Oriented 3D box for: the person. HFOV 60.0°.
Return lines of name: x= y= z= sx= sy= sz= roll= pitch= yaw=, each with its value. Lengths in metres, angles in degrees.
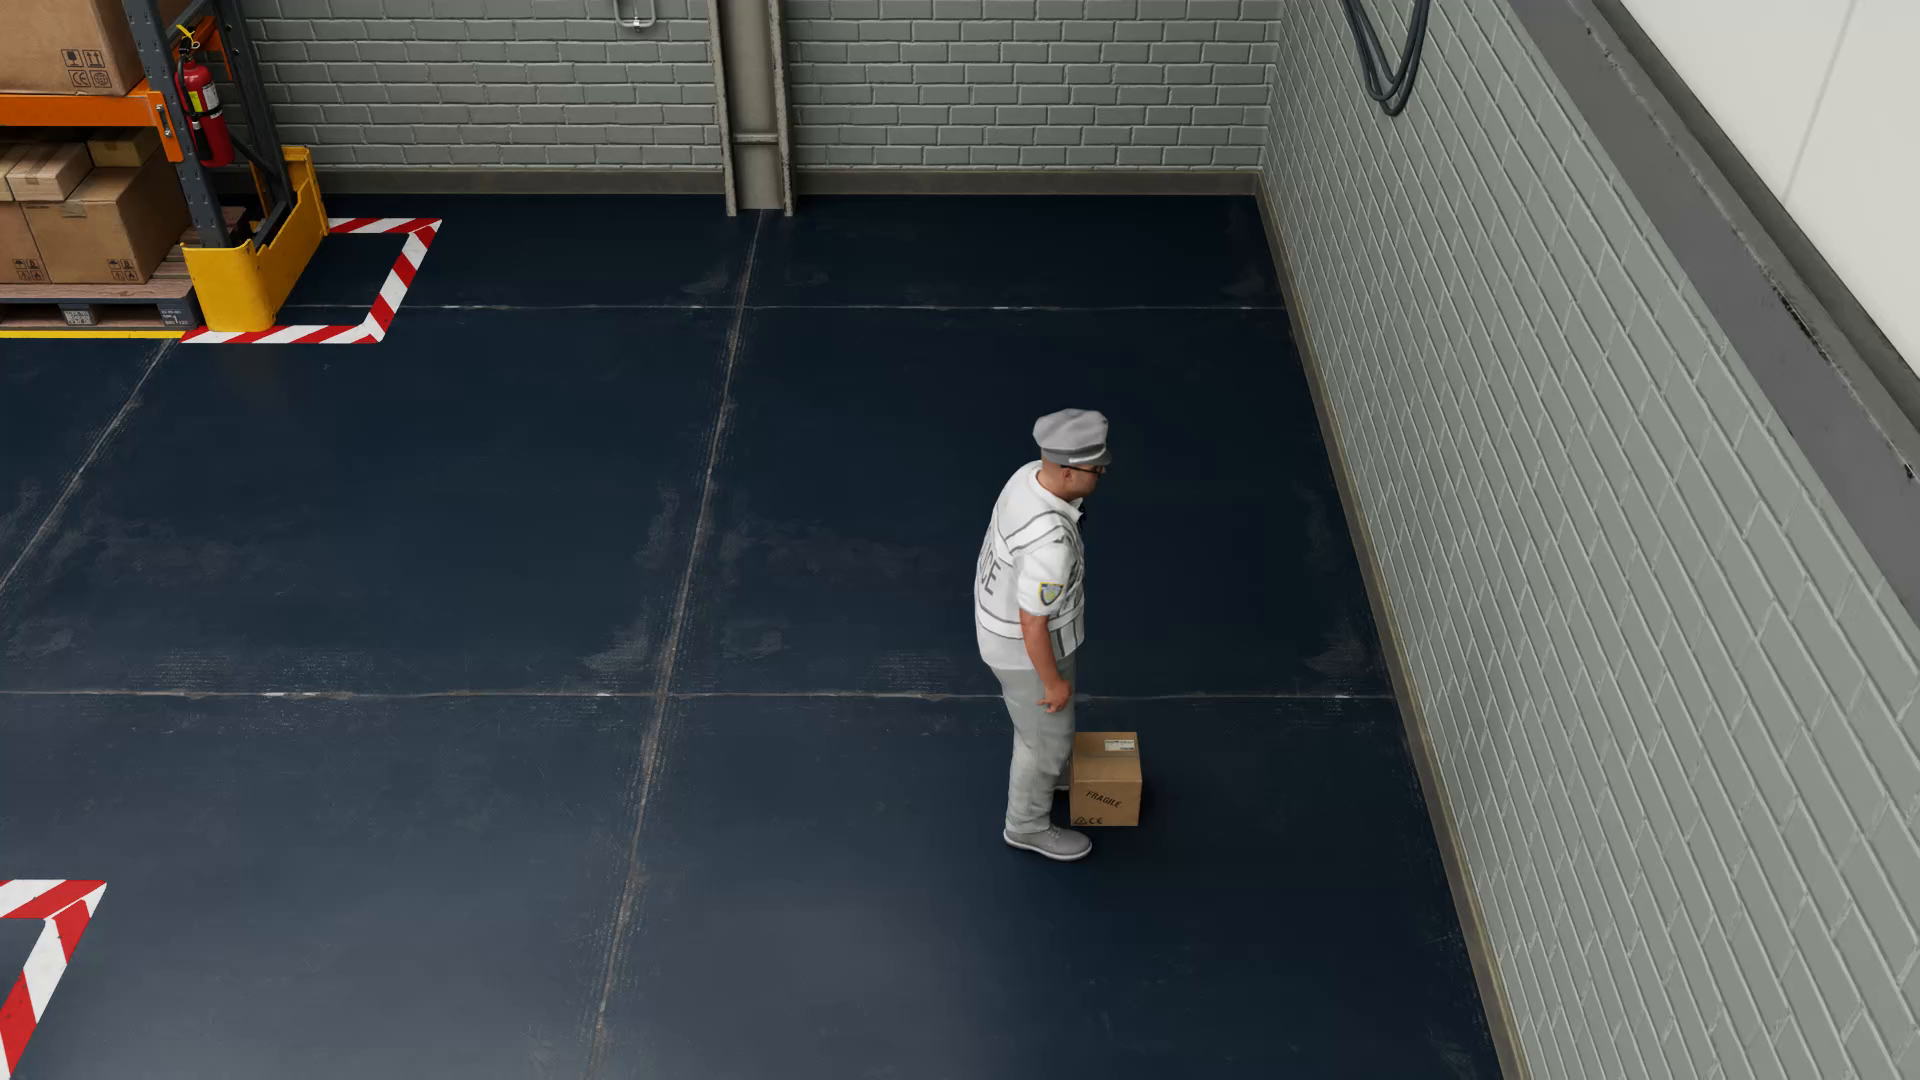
person: x=0.285 y=0.322 z=5.759 sx=0.466 sy=1.745 sz=0.587 roll=0 pitch=39 yaw=0
